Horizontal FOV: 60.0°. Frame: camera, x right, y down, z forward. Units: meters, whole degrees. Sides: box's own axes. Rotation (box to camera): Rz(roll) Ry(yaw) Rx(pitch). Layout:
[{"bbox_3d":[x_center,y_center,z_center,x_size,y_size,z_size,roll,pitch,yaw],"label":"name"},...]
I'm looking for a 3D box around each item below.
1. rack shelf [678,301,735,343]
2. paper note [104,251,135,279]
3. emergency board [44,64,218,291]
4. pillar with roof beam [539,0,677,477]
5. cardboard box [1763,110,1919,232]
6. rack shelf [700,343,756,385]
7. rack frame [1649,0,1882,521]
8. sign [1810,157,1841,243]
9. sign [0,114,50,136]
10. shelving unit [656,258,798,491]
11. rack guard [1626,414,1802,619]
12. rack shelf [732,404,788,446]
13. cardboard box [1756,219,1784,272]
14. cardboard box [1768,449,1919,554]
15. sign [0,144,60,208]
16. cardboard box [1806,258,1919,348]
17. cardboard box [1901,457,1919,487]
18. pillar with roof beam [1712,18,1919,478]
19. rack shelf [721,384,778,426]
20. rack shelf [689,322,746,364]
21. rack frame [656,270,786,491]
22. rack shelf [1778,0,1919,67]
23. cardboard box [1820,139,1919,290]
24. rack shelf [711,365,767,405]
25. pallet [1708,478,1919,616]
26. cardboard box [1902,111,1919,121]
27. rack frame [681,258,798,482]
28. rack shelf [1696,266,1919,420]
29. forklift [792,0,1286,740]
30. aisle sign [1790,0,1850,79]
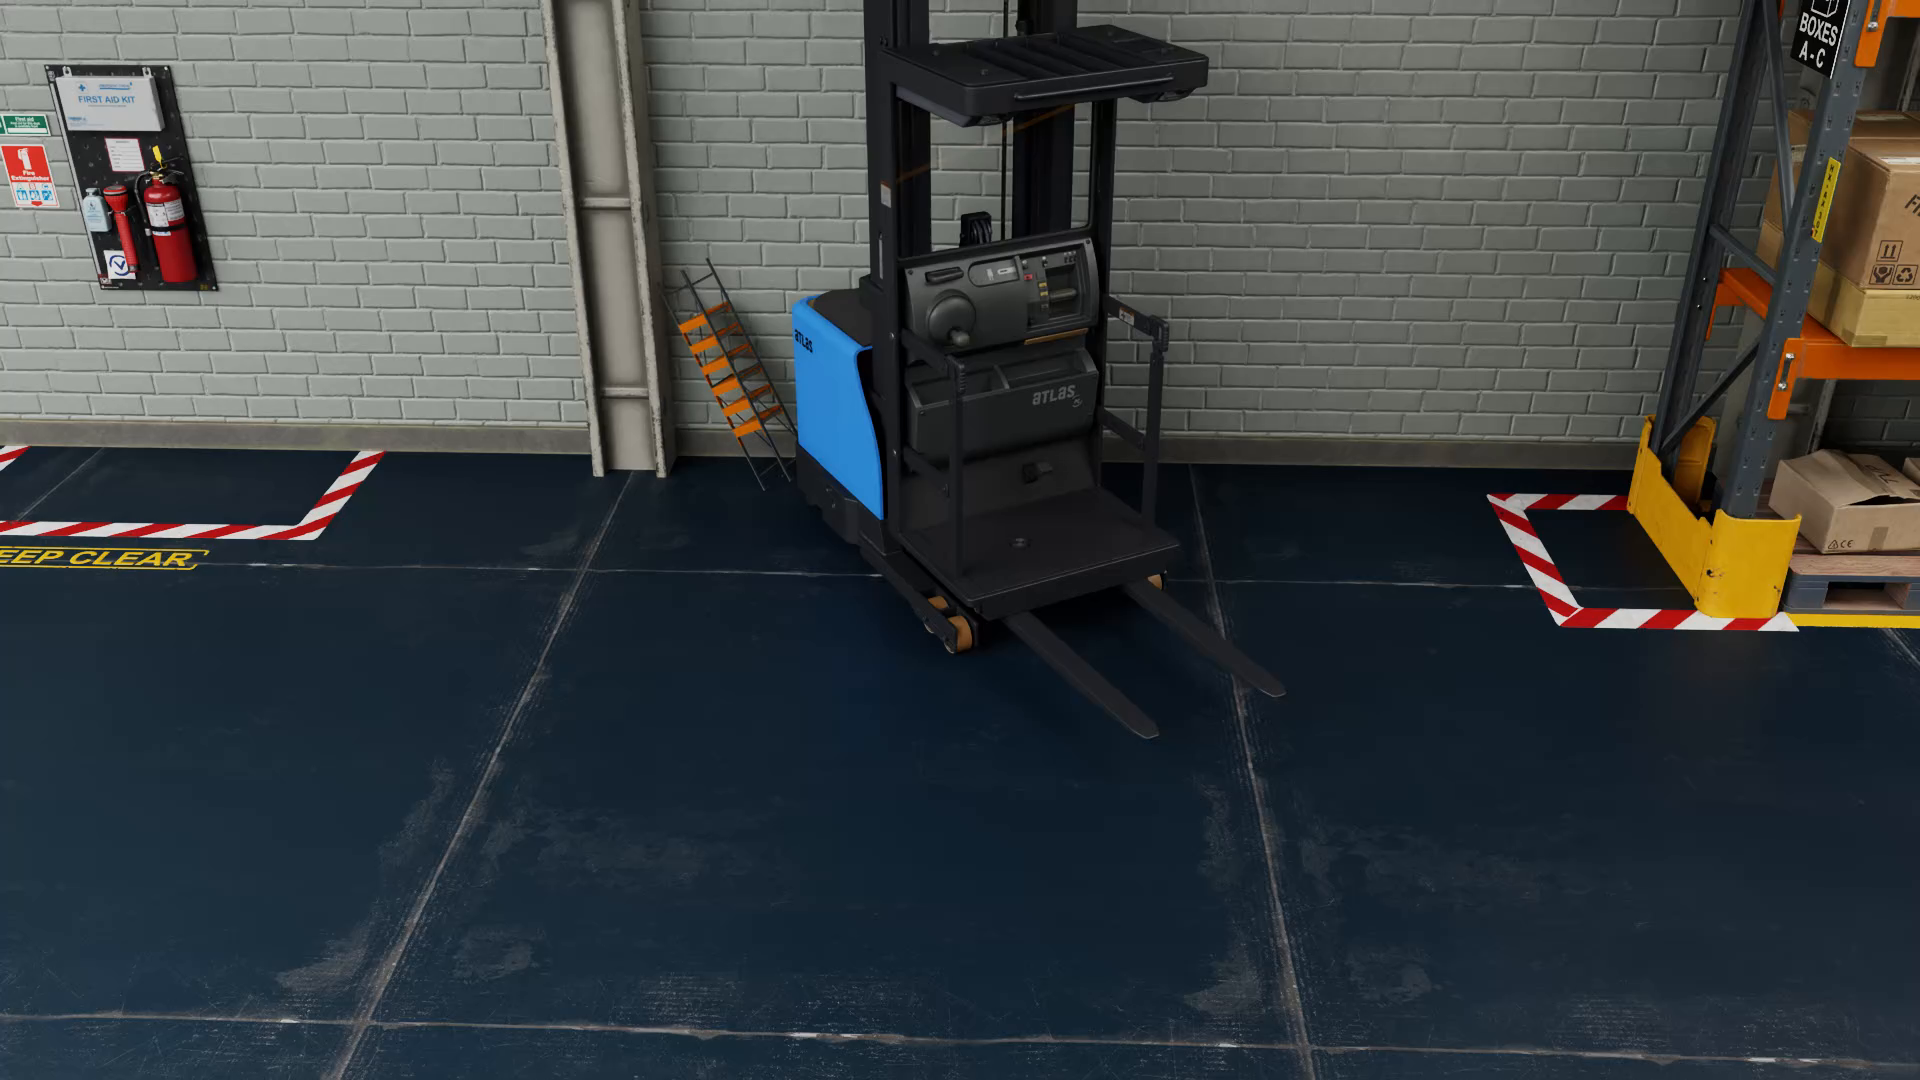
[{"bbox_3d":[-1.297,-1.129,8.562,0.180,0.103,0.258,-17,16,34],"label":"rack shelf"},{"bbox_3d":[-4.400,-1.440,8.705,0.142,0.148,0.016,1,28,2],"label":"paper note"},{"bbox_3d":[-4.225,-1.794,8.432,0.643,1.169,0.194,1,28,2],"label":"emergency board"},{"bbox_3d":[-1.909,-2.371,3.115,0.400,9.000,9.100,1,28,2],"label":"pillar with roof beam"},{"bbox_3d":[3.988,-1.609,7.420,0.500,0.500,0.500,1,28,1],"label":"cardboard box"},{"bbox_3d":[-1.194,-0.920,8.618,0.180,0.103,0.258,-17,16,34],"label":"rack shelf"},{"bbox_3d":[3.509,-1.243,7.393,0.127,3.000,1.000,1,28,2],"label":"rack frame"},{"bbox_3d":[3.490,-1.372,6.711,0.005,0.325,0.100,1,28,2],"label":"sign"},{"bbox_3d":[-4.770,-2.097,8.400,0.331,0.109,0.001,1,28,2],"label":"sign"},{"bbox_3d":[-1.161,-0.854,8.636,0.189,1.200,0.258,-17,16,34],"label":"shelving unit"},{"bbox_3d":[3.585,-0.138,7.976,0.348,0.500,1.175,1,28,2],"label":"rack guard"},{"bbox_3d":[-1.039,-0.606,8.702,0.180,0.103,0.258,-17,16,34],"label":"rack shelf"},{"bbox_3d":[3.983,-1.269,7.580,0.500,0.250,0.500,1,28,3],"label":"cardboard box"},{"bbox_3d":[4.198,-0.196,7.818,0.500,0.311,0.500,-2,28,-4],"label":"cardboard box"},{"bbox_3d":[-4.774,-1.868,8.532,0.234,0.329,0.001,1,28,2],"label":"sign"},{"bbox_3d":[3.986,-1.029,7.127,0.500,0.250,0.500,0,28,0],"label":"cardboard box"},{"bbox_3d":[4.767,-0.187,7.800,0.500,0.311,0.500,3,28,6],"label":"cardboard box"},{"bbox_3d":[4.088,-2.272,2.928,0.400,9.000,9.100,1,28,2],"label":"pillar with roof beam"},{"bbox_3d":[-1.091,-0.711,8.674,0.180,0.103,0.258,-17,16,34],"label":"rack shelf"},{"bbox_3d":[-1.245,-1.025,8.590,0.180,0.103,0.258,-17,16,34],"label":"rack shelf"},{"bbox_3d":[-1.234,-0.832,8.686,0.006,1.200,0.240,-17,16,34],"label":"rack frame"},{"bbox_3d":[5.508,-2.218,6.796,4.000,0.370,1.077,1,28,2],"label":"rack shelf"},{"bbox_3d":[3.976,-1.369,6.967,0.500,0.500,0.500,1,28,2],"label":"cardboard box"},{"bbox_3d":[-1.142,-0.815,8.646,0.180,0.103,0.258,-17,16,34],"label":"rack shelf"},{"bbox_3d":[4.396,0.020,7.987,1.213,0.211,1.003,1,28,2],"label":"pallet"},{"bbox_3d":[4.491,-1.596,7.396,0.500,0.500,0.500,1,28,2],"label":"cardboard box"},{"bbox_3d":[-1.088,-0.877,8.585,0.006,1.200,0.240,-17,16,34],"label":"rack frame"},{"bbox_3d":[5.508,-0.892,7.499,4.000,0.370,1.077,1,28,2],"label":"rack shelf"},{"bbox_3d":[0.293,-1.038,7.078,1.130,2.935,3.031,-14,31,-25],"label":"forklift"},{"bbox_3d":[3.427,-2.253,6.521,0.004,0.787,0.394,1,28,2],"label":"aisle sign"}]
